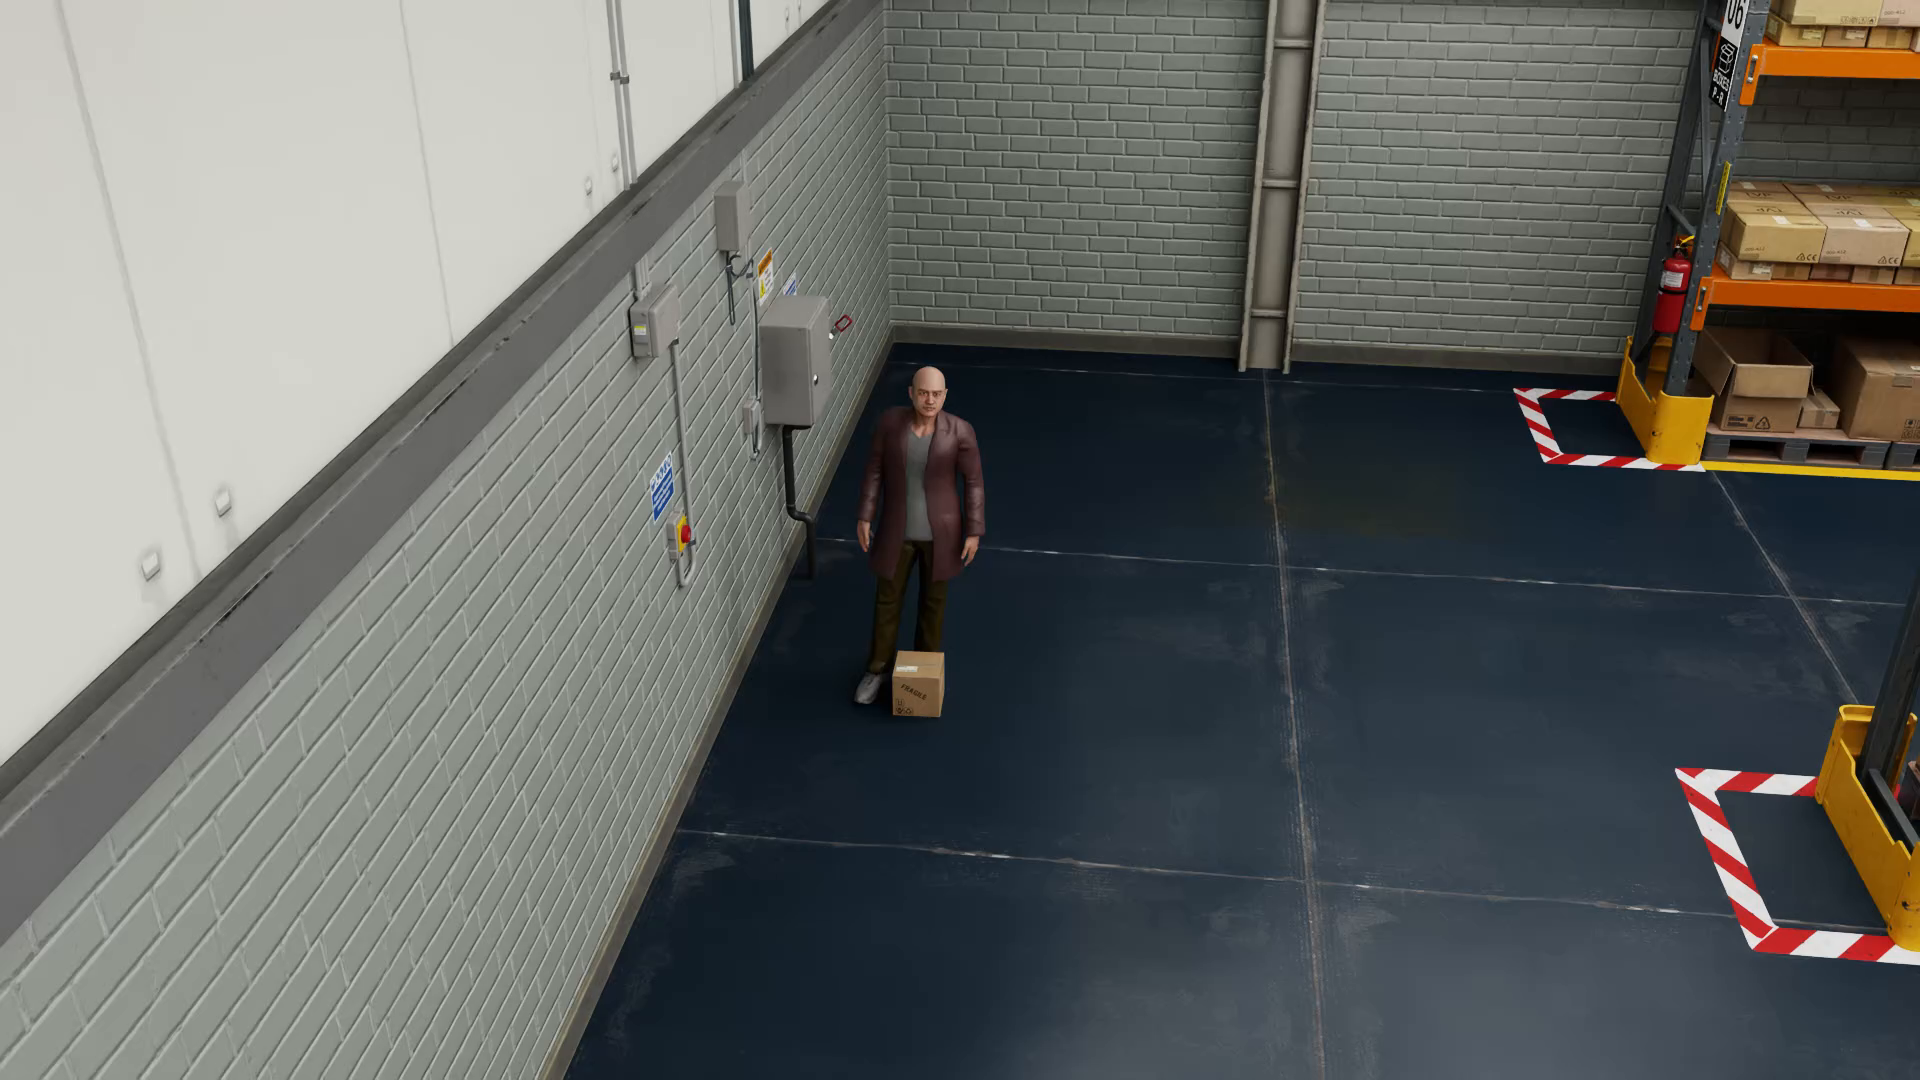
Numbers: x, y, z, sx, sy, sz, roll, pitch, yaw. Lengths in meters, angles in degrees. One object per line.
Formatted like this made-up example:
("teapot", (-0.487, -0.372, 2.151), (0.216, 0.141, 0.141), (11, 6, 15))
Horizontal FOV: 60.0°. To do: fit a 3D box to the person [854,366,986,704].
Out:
("person", (-0.219, 0.031, 8.658), (0.695, 1.685, 0.582), (3, 28, 6))
